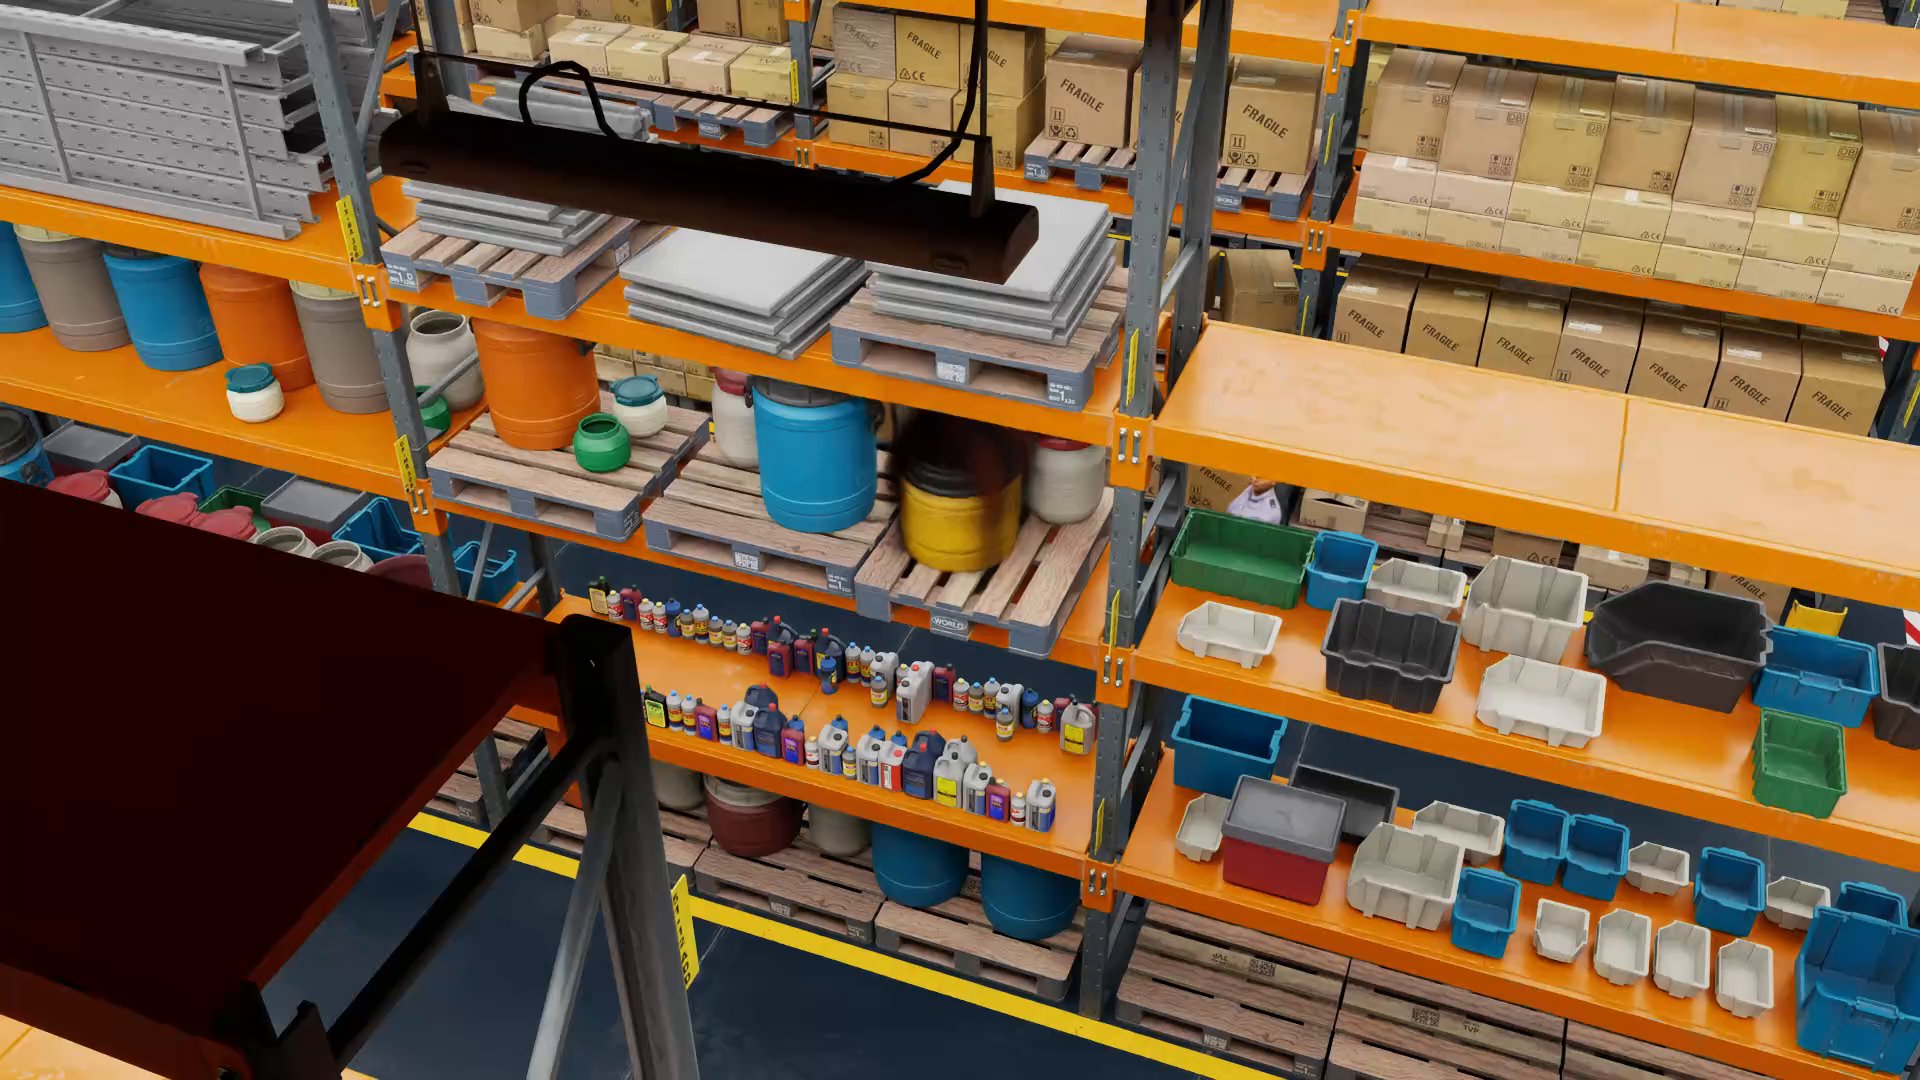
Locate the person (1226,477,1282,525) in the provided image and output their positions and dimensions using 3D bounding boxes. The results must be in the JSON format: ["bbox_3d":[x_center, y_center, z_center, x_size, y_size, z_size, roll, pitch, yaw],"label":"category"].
[{"bbox_3d":[2.039,0.137,11.722,0.917,1.581,0.566,9,37,12],"label":"person"}]
